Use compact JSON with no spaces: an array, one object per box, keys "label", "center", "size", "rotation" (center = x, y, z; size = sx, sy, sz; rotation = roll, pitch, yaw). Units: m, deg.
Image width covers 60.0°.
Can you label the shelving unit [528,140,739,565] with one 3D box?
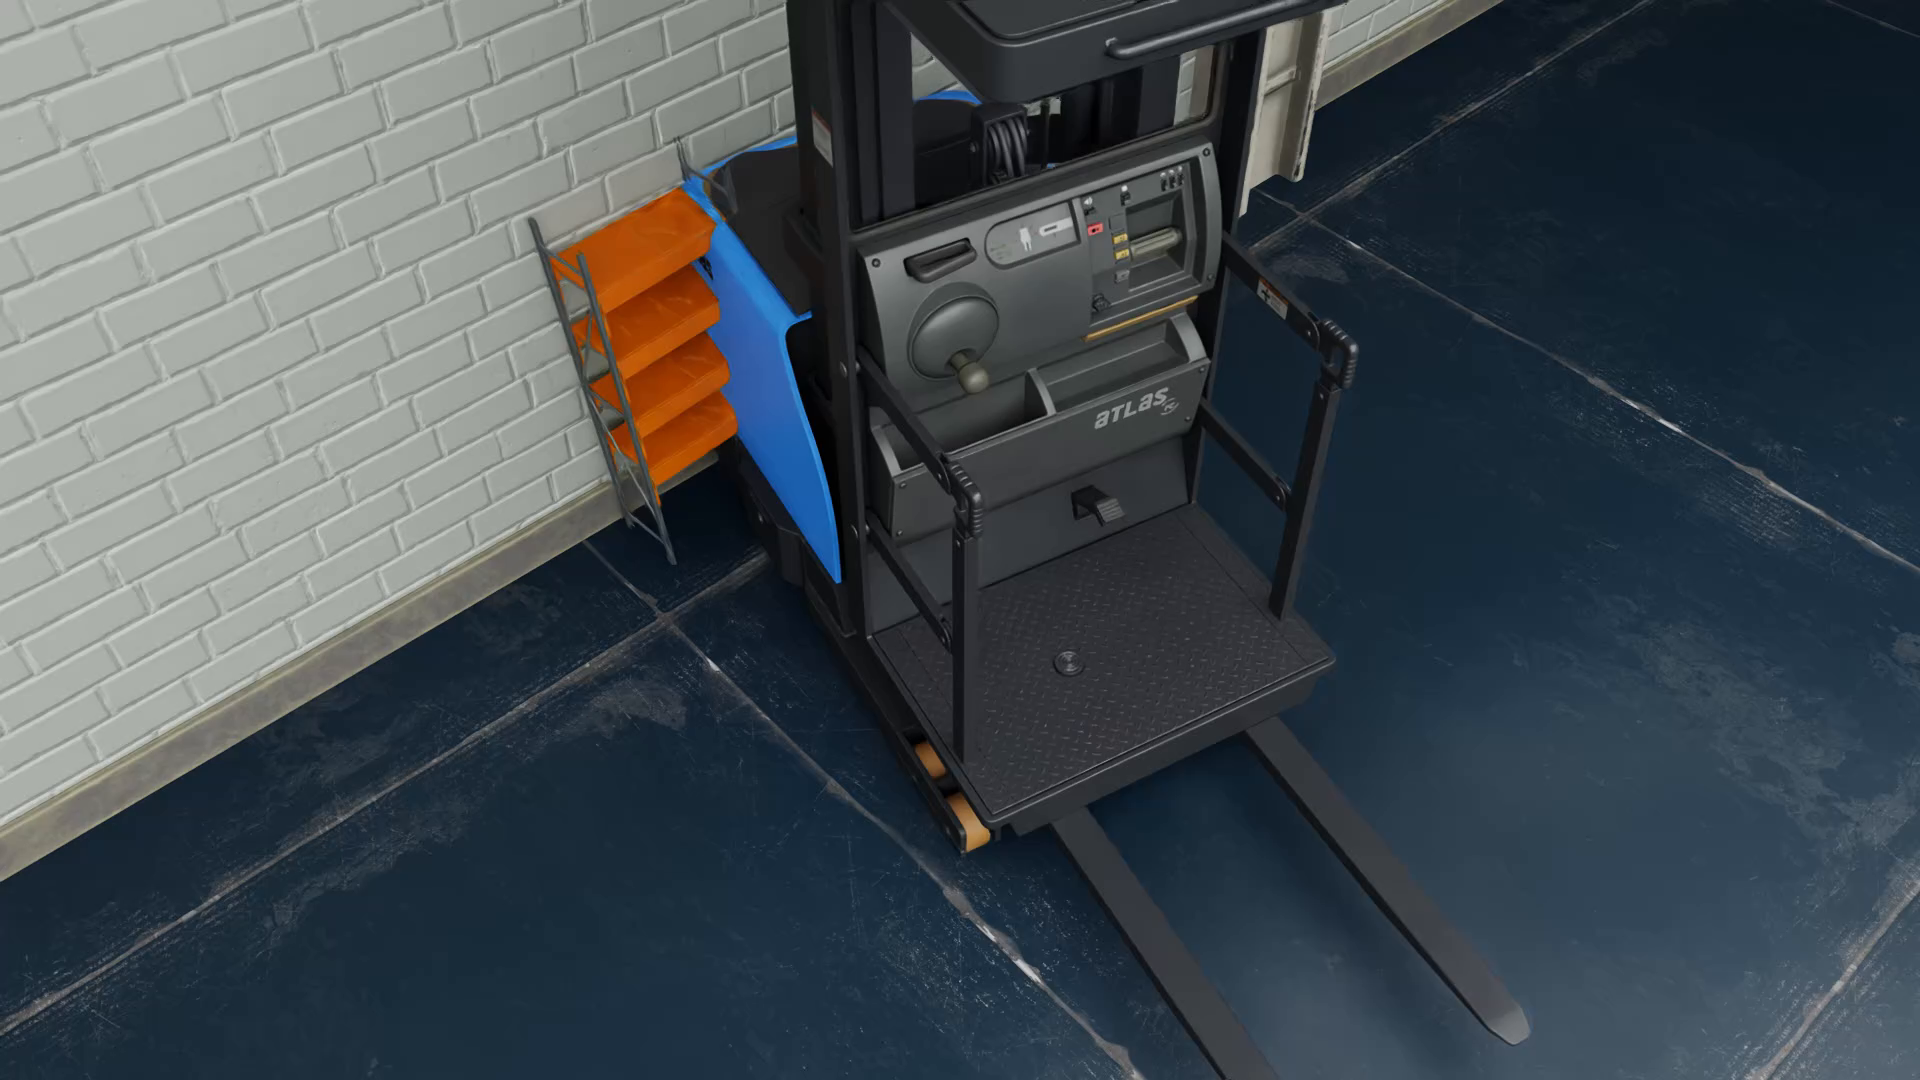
[{"label":"shelving unit","center":[-0.843,-0.522,4.916],"size":[0.503,1.200,0.258],"rotation":[-37,54,-26]}]

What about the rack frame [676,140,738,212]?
[{"label":"rack frame","center":[-0.668,-0.655,5.022],"size":[0.015,1.200,0.240],"rotation":[-37,54,-26]}]

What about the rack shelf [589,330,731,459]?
[{"label":"rack shelf","center":[-0.838,-0.476,4.965],"size":[0.480,0.148,0.258],"rotation":[-37,54,-26]}]

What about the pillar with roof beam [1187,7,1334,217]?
[{"label":"pillar with roof beam","center":[4.006,-2.131,1.093],"size":[0.400,9.000,9.100],"rotation":[-34,56,-27]}]

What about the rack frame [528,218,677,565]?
[{"label":"rack frame","center":[-1.017,-0.388,4.809],"size":[0.015,1.200,0.240],"rotation":[-37,54,-26]}]

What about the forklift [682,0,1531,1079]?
[{"label":"forklift","center":[0.316,-0.545,3.759],"size":[1.130,2.935,3.031],"rotation":[-22,51,-19]}]

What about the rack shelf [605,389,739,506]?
[{"label":"rack shelf","center":[-0.822,-0.341,5.109],"size":[0.480,0.148,0.258],"rotation":[-37,54,-26]}]

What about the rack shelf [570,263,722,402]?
[{"label":"rack shelf","center":[-0.855,-0.628,4.802],"size":[0.480,0.148,0.258],"rotation":[-37,54,-26]}]

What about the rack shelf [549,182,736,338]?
[{"label":"rack shelf","center":[-0.873,-0.790,4.630],"size":[0.480,0.148,0.258],"rotation":[-37,54,-26]}]
